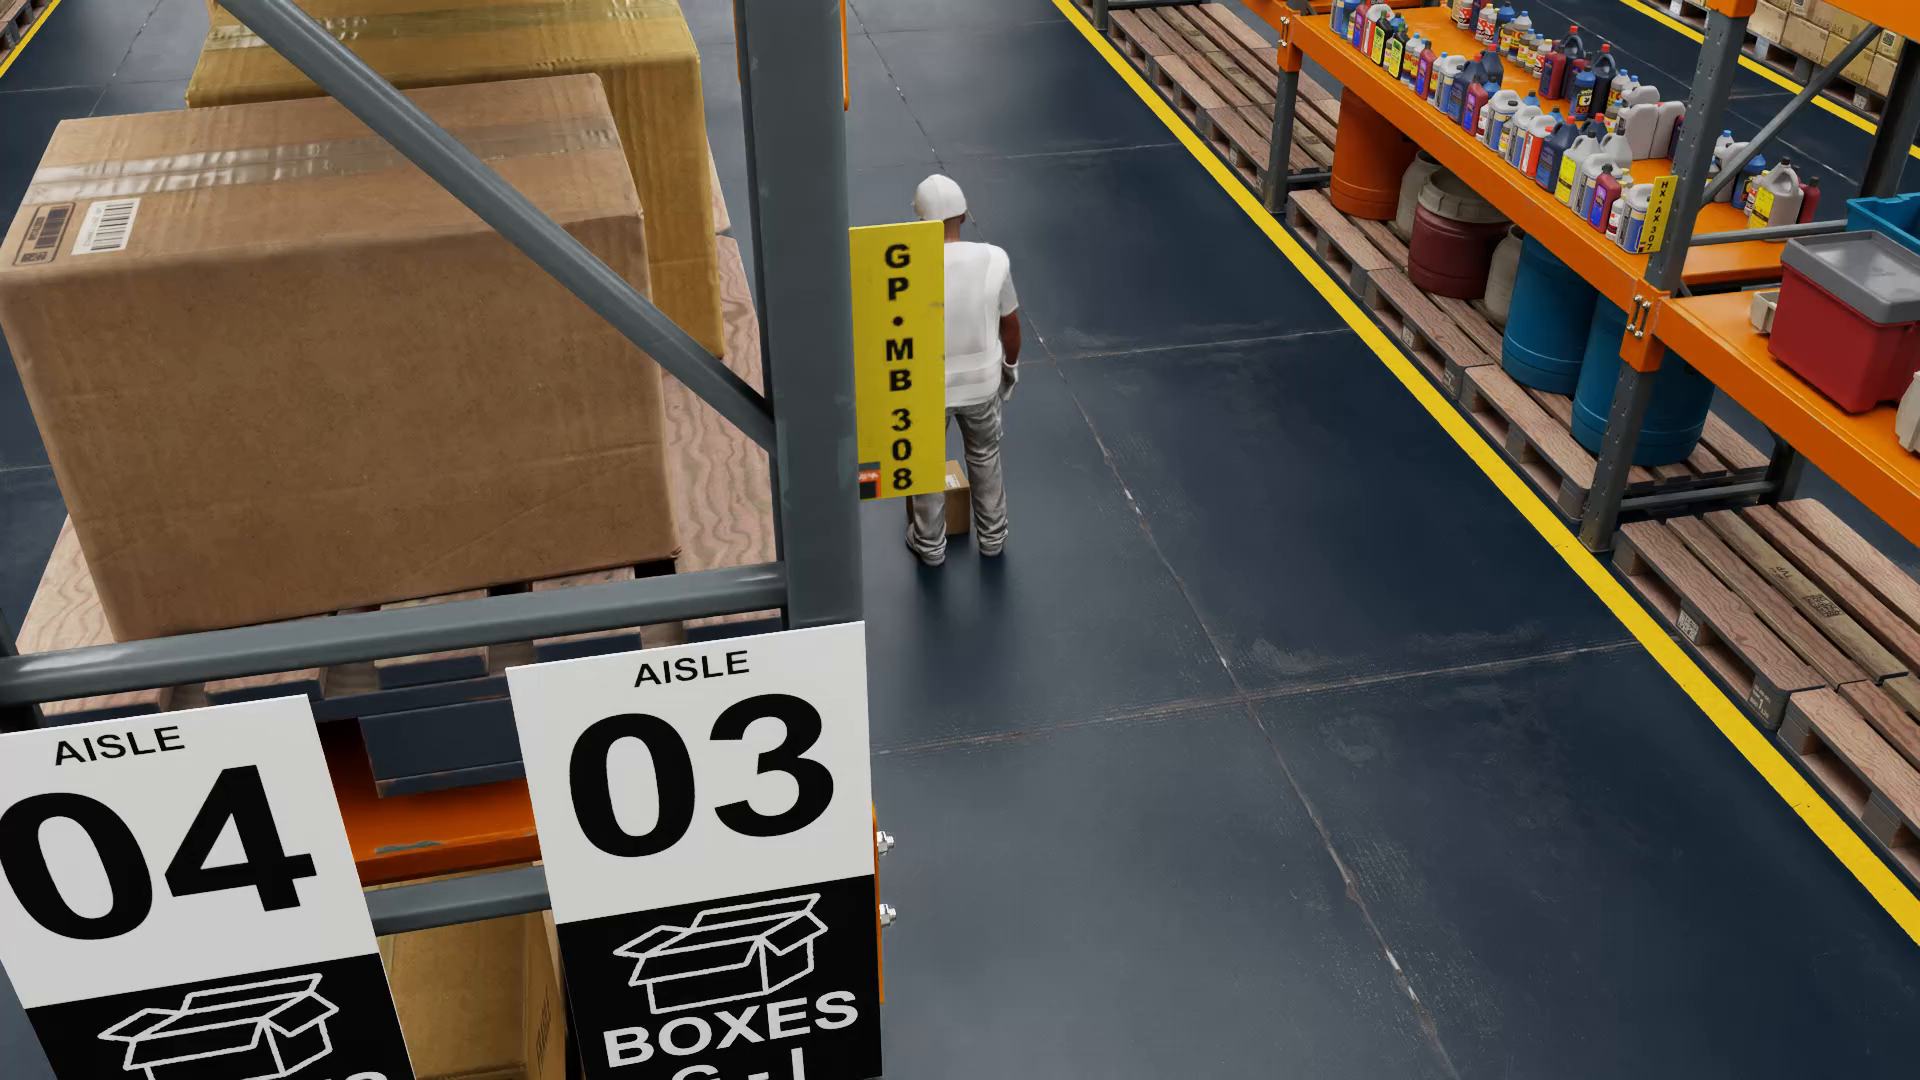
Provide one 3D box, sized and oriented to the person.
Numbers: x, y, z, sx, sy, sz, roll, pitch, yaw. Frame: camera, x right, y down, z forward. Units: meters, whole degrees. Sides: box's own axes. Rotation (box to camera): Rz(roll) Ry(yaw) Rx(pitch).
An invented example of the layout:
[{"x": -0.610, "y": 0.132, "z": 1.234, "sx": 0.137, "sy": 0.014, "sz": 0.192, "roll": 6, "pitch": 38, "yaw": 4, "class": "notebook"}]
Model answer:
[{"x": -0.043, "y": -0.698, "z": 7.166, "sx": 0.624, "sy": 1.774, "sz": 0.454, "roll": -8, "pitch": 35, "yaw": -11, "class": "person"}]
